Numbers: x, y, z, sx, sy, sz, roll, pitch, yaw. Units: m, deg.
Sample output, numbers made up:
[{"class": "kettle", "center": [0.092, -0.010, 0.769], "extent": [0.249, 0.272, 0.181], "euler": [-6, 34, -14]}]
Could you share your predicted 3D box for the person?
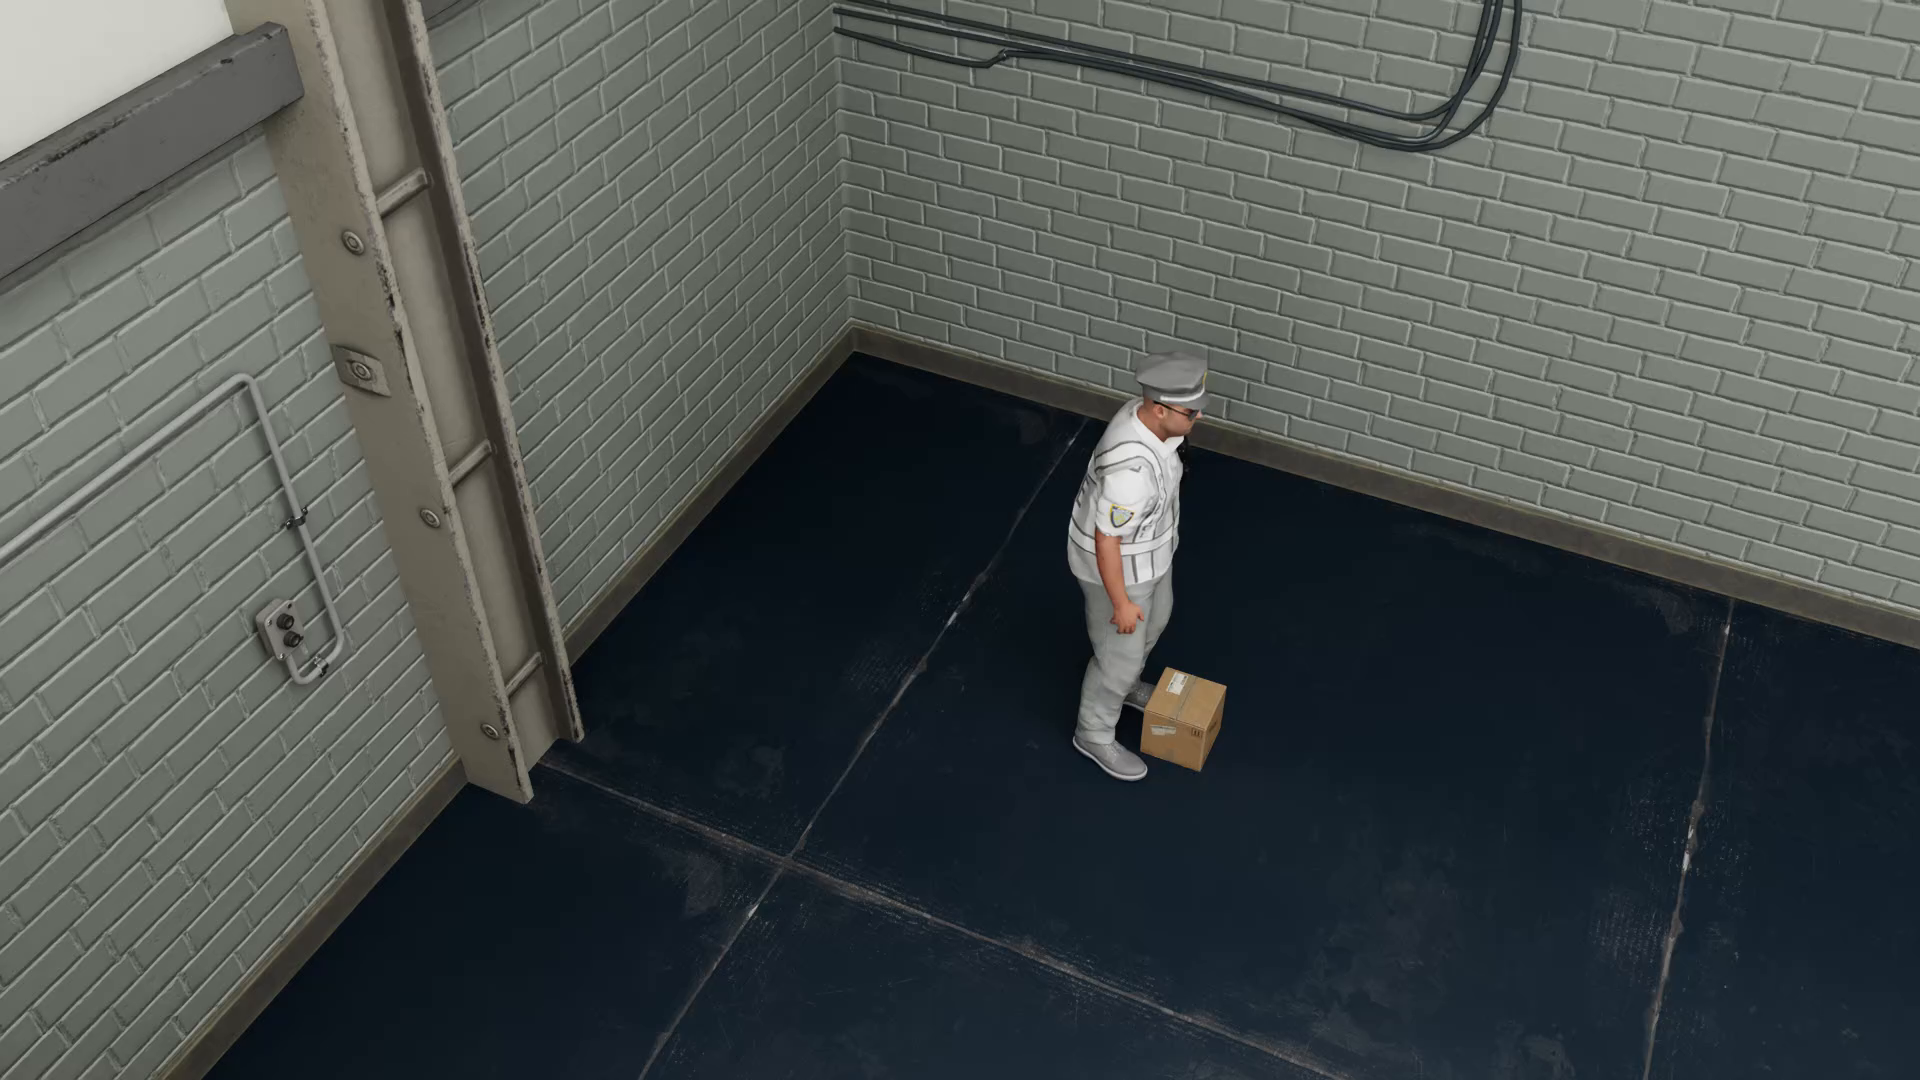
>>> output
[{"class": "person", "center": [0.624, 0.064, 6.083], "extent": [0.433, 1.746, 0.600], "euler": [16, 44, 17]}]
